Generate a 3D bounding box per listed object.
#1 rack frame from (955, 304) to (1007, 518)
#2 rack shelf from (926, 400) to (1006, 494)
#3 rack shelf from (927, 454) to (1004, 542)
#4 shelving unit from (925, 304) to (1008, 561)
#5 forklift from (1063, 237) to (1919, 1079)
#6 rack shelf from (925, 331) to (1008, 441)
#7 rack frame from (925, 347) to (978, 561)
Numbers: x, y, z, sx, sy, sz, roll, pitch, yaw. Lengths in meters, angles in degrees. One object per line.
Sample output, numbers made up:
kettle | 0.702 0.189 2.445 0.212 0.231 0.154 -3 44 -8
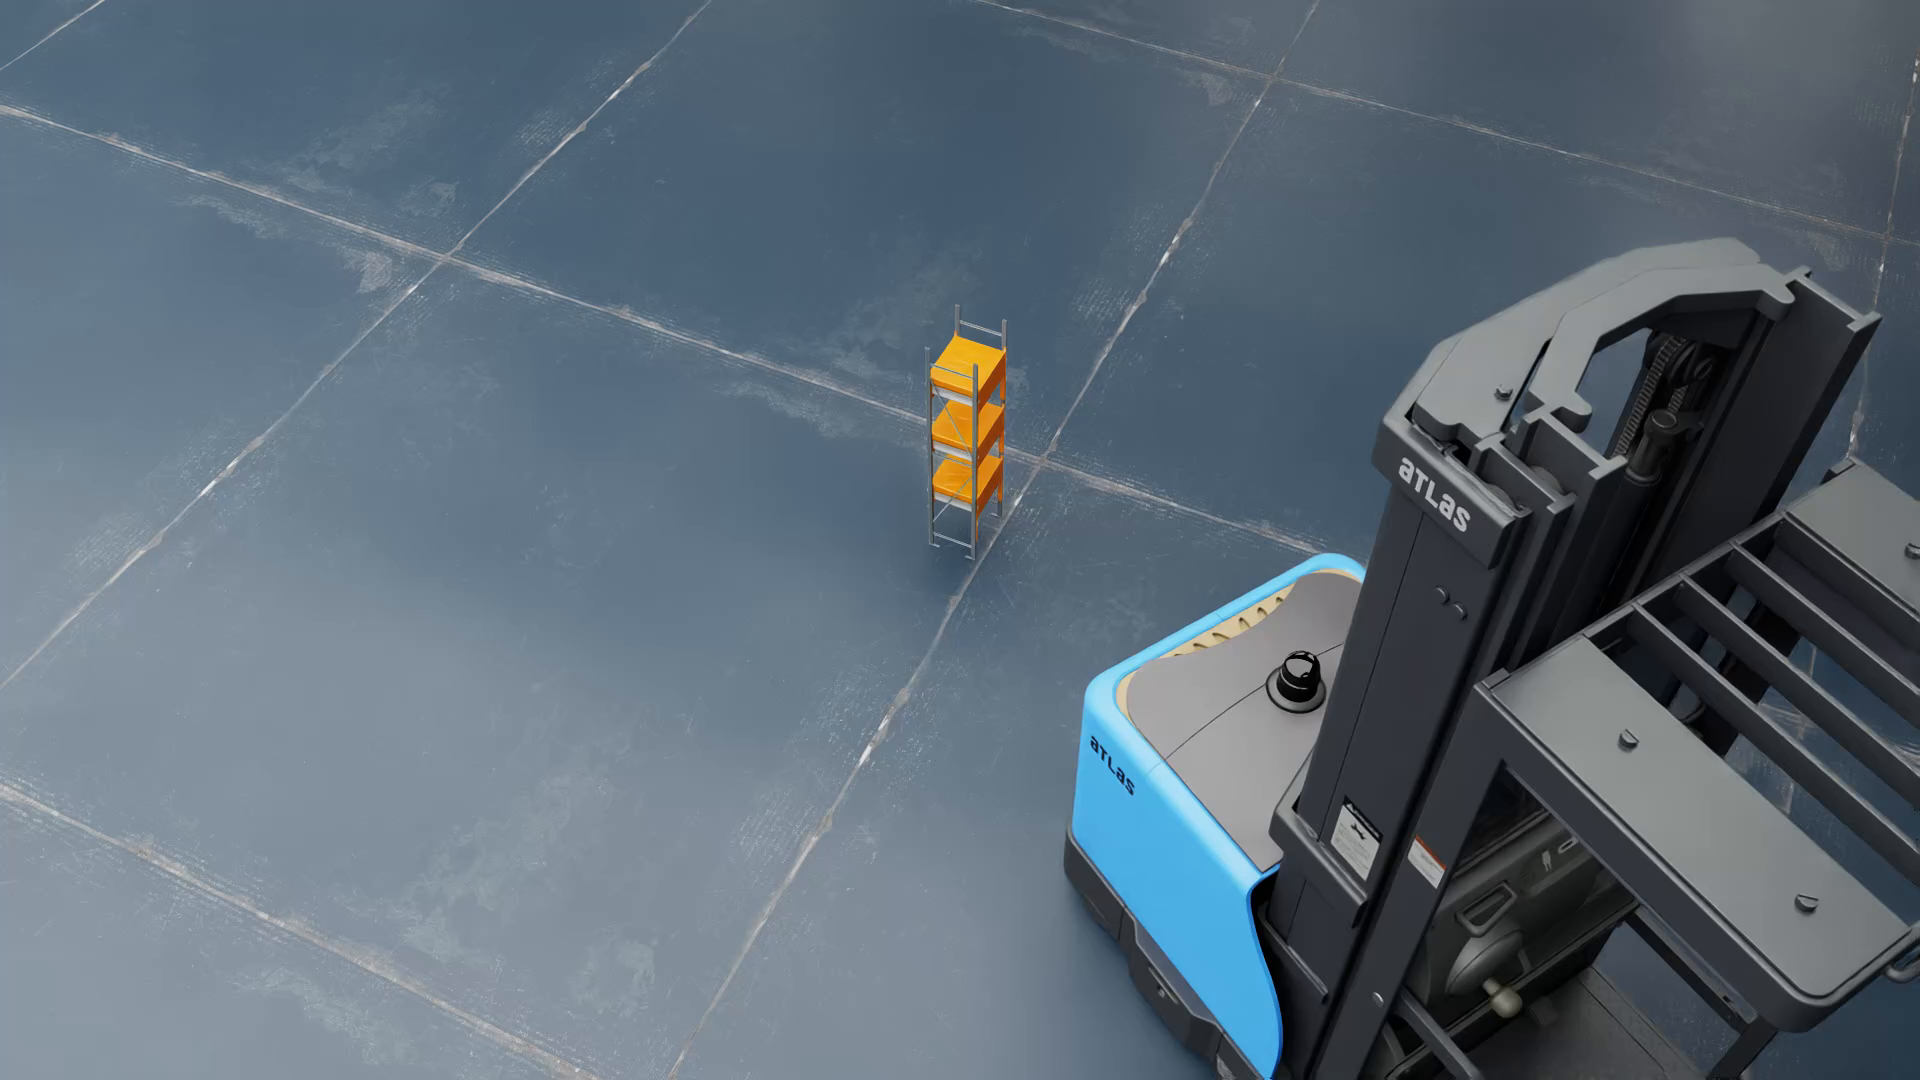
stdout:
rack frame | 0.075 -0.461 6.268 0.200 1.050 0.008 20 52 16
rack shelf | 0.023 -0.370 6.205 0.215 0.259 0.240 20 52 16
rack shelf | 0.023 -0.190 6.416 0.215 0.259 0.240 20 52 16
shelving unit | 0.023 -0.377 6.197 0.215 1.050 0.252 20 52 16
forklift | 1.569 0.905 3.870 1.130 2.935 3.031 -26 54 -21
rack shelf | 0.023 -0.554 5.989 0.215 0.259 0.240 20 52 16
rack frame | -0.029 -0.293 6.125 0.200 1.050 0.008 20 52 16
